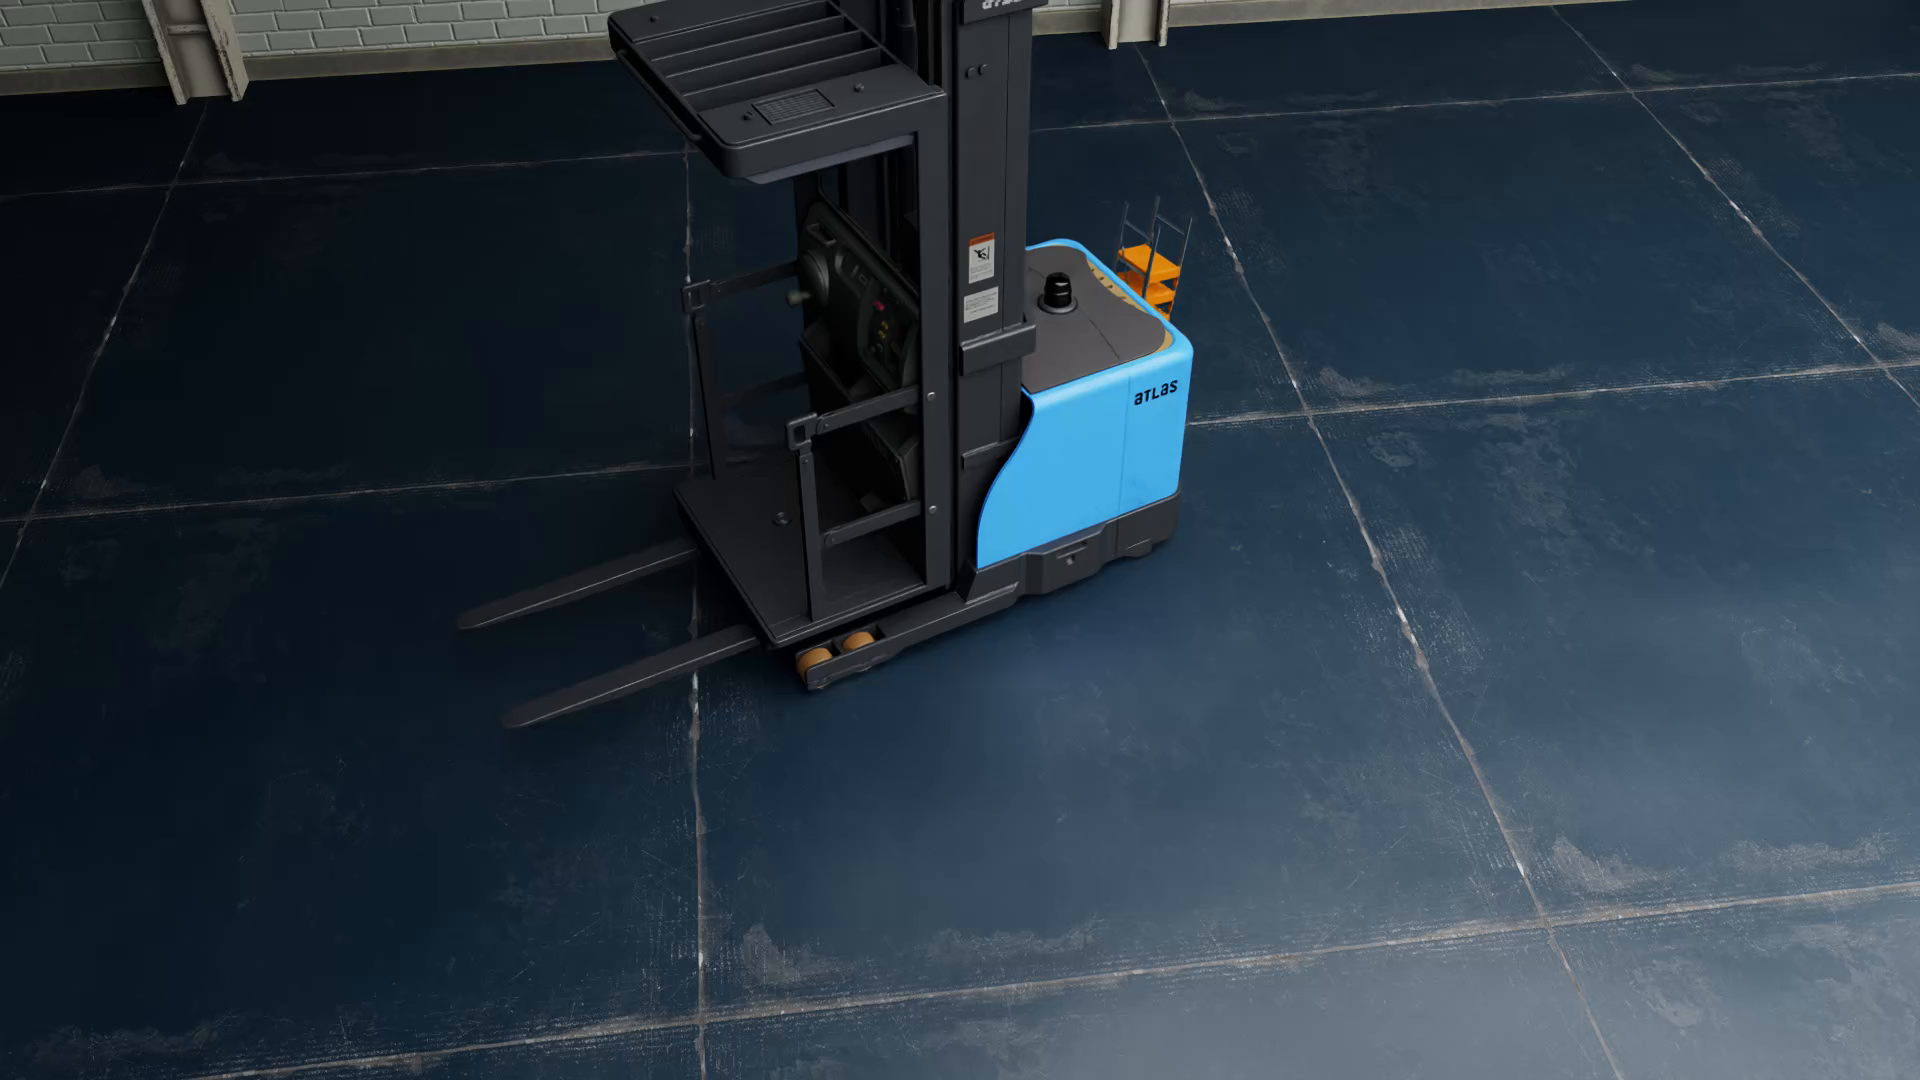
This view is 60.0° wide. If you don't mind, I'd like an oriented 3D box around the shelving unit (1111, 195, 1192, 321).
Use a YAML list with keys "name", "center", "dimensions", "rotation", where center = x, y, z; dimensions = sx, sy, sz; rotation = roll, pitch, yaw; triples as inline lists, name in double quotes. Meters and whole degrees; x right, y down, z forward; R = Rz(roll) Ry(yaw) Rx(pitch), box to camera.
- name: "shelving unit"
  center: [0.792, -0.966, 7.628]
  dimensions: [0.189, 1.200, 0.258]
  rotation: [-18, 44, -31]

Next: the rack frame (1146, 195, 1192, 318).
- name: "rack frame"
  center: [0.866, -0.990, 7.676]
  dimensions: [0.006, 1.200, 0.240]
  rotation: [-18, 44, -31]

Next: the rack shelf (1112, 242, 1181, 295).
- name: "rack shelf"
  center: [0.832, -1.216, 7.440]
  dimensions: [0.180, 0.103, 0.258]
  rotation: [-18, 44, -31]

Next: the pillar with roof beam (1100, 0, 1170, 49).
- name: "pillar with roof beam"
  center: [1.725, -3.878, 5.045]
  dimensions: [0.400, 9.000, 9.100]
  rotation: [-5, 42, -6]

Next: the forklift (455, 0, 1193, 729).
- name: "forklift"
  center: [-0.573, -0.889, 6.263]
  dimensions: [3.031, 2.935, 1.130]
  rotation: [-20, 46, -21]

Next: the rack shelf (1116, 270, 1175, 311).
- name: "rack shelf"
  center: [0.817, -1.121, 7.511]
  dimensions: [0.180, 0.103, 0.258]
  rotation: [-18, 44, -31]

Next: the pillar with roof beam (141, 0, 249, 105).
- name: "pillar with roof beam"
  center: [-4.225, -3.357, 4.468]
  dimensions: [0.400, 9.000, 9.100]
  rotation: [-5, 42, -6]

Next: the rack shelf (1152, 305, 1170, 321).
- name: "rack shelf"
  center: [0.802, -1.026, 7.583]
  dimensions: [0.180, 0.103, 0.258]
  rotation: [-18, 44, -31]

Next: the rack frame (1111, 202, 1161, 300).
- name: "rack frame"
  center: [0.718, -0.942, 7.580]
  dimensions: [0.006, 1.200, 0.240]
  rotation: [-18, 44, -31]
